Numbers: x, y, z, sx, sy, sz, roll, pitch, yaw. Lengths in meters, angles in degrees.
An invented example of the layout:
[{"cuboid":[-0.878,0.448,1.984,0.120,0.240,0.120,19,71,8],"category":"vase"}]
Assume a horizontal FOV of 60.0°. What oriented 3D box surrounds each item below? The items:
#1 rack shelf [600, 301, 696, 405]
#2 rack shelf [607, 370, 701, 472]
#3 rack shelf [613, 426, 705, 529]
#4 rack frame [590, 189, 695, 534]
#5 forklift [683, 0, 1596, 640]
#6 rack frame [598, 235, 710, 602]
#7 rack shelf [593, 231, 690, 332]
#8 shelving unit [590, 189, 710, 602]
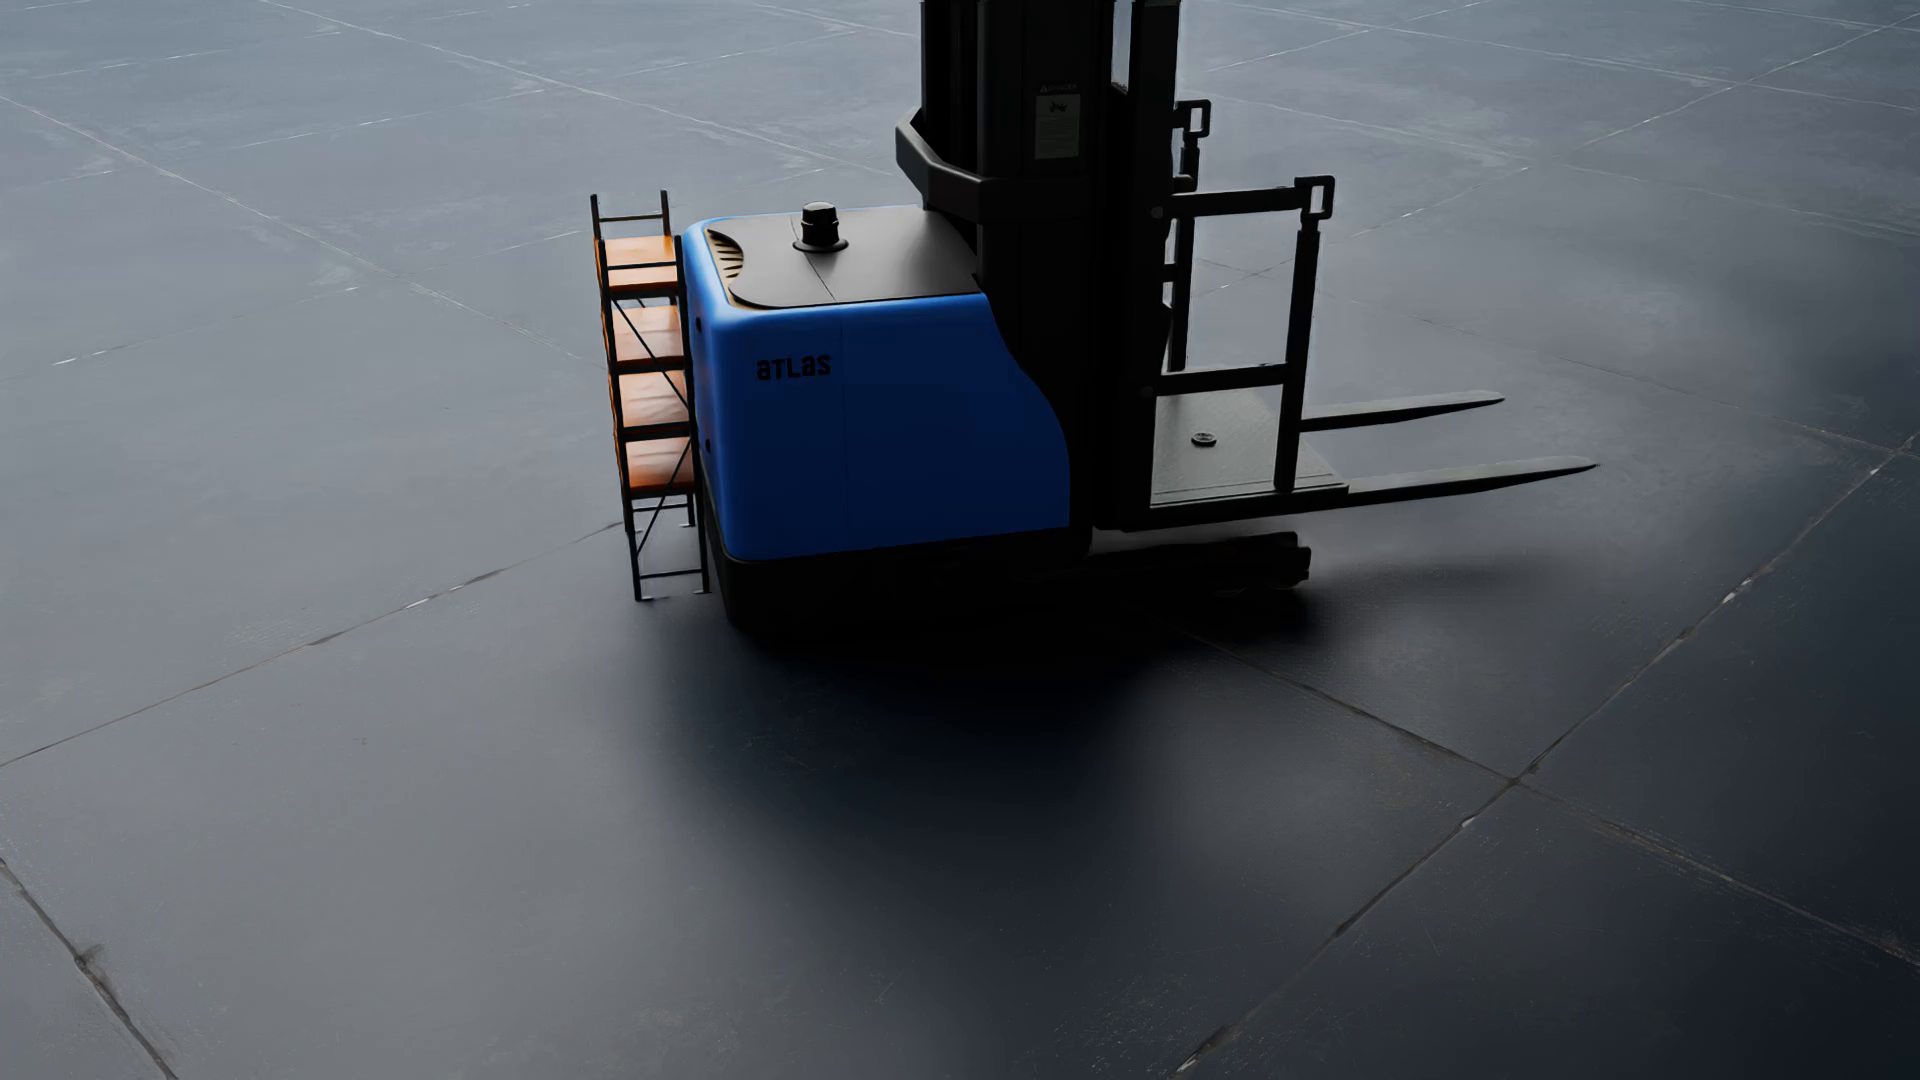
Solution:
[{"cuboid":[-0.991,-0.597,5.260,0.258,0.148,0.480,-6,28,-12],"category":"rack shelf"},{"cuboid":[-0.991,-0.399,5.364,0.258,0.148,0.480,-6,28,-12],"category":"rack shelf"},{"cuboid":[-0.991,-0.223,5.456,0.258,0.148,0.480,-6,28,-12],"category":"rack shelf"},{"cuboid":[-1.048,-0.569,5.542,0.240,1.200,0.015,-6,28,-12],"category":"rack frame"},{"cuboid":[0.658,-1.344,5.157,3.031,2.935,1.130,-6,28,-12],"category":"forklift"},{"cuboid":[-0.933,-0.348,5.123,0.240,1.200,0.015,-6,28,-12],"category":"rack frame"},{"cuboid":[-0.991,-0.806,5.149,0.258,0.148,0.480,-6,28,-12],"category":"rack shelf"},{"cuboid":[-0.991,-0.458,5.332,0.258,1.200,0.503,-6,28,-12],"category":"shelving unit"}]
